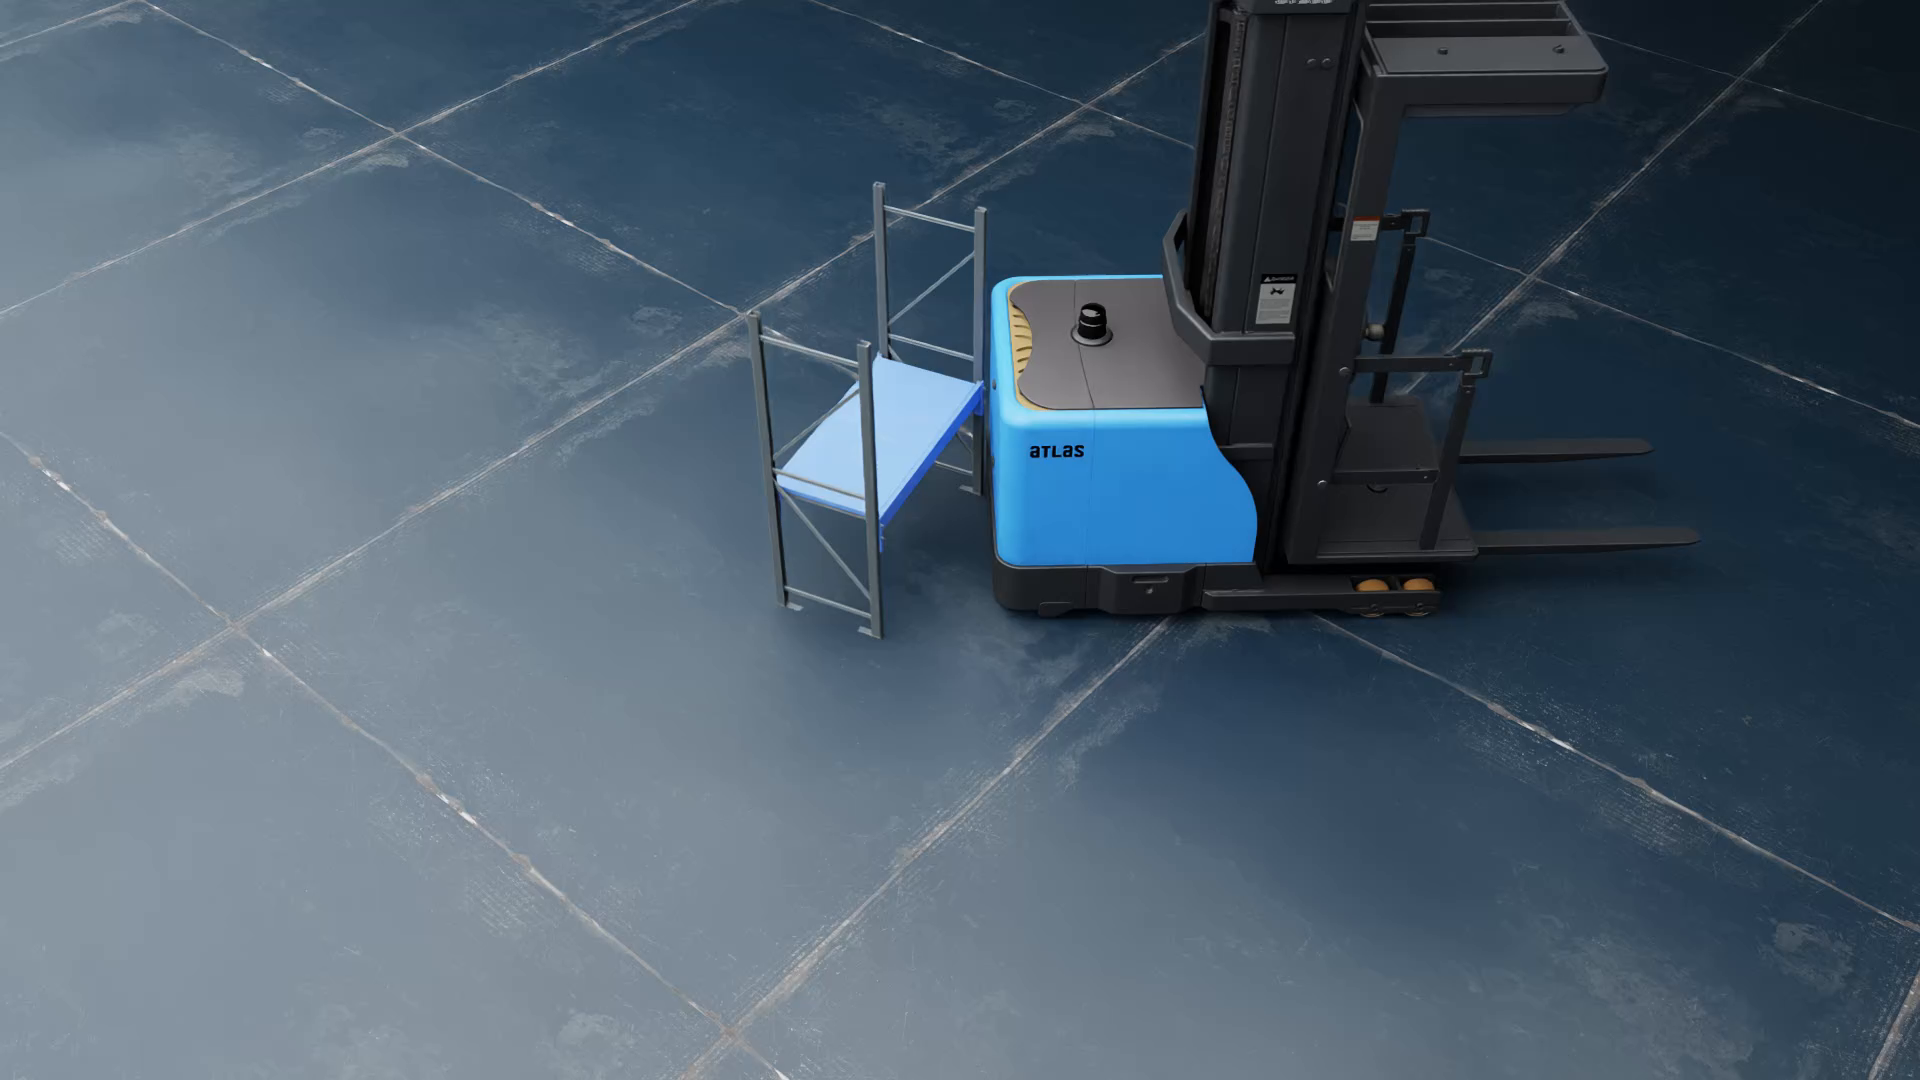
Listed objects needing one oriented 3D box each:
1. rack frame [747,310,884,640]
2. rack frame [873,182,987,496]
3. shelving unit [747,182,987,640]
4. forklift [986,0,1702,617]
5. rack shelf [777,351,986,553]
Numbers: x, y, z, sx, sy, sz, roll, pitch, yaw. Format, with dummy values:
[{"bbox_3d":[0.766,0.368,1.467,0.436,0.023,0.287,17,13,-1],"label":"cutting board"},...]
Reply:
[{"bbox_3d":[-0.552,-0.215,6.554,0.500,1.500,0.032,17,45,18],"label":"rack frame"},{"bbox_3d":[-0.124,-0.836,7.236,0.500,1.500,0.032,17,45,18],"label":"rack frame"},{"bbox_3d":[-0.338,-0.525,6.895,0.538,1.500,1.048,17,45,18],"label":"shelving unit"},{"bbox_3d":[1.647,-1.115,6.479,3.031,2.935,1.130,-1,42,-1],"label":"forklift"},{"bbox_3d":[-0.338,-0.392,7.016,0.538,0.185,1.000,17,45,18],"label":"rack shelf"}]
